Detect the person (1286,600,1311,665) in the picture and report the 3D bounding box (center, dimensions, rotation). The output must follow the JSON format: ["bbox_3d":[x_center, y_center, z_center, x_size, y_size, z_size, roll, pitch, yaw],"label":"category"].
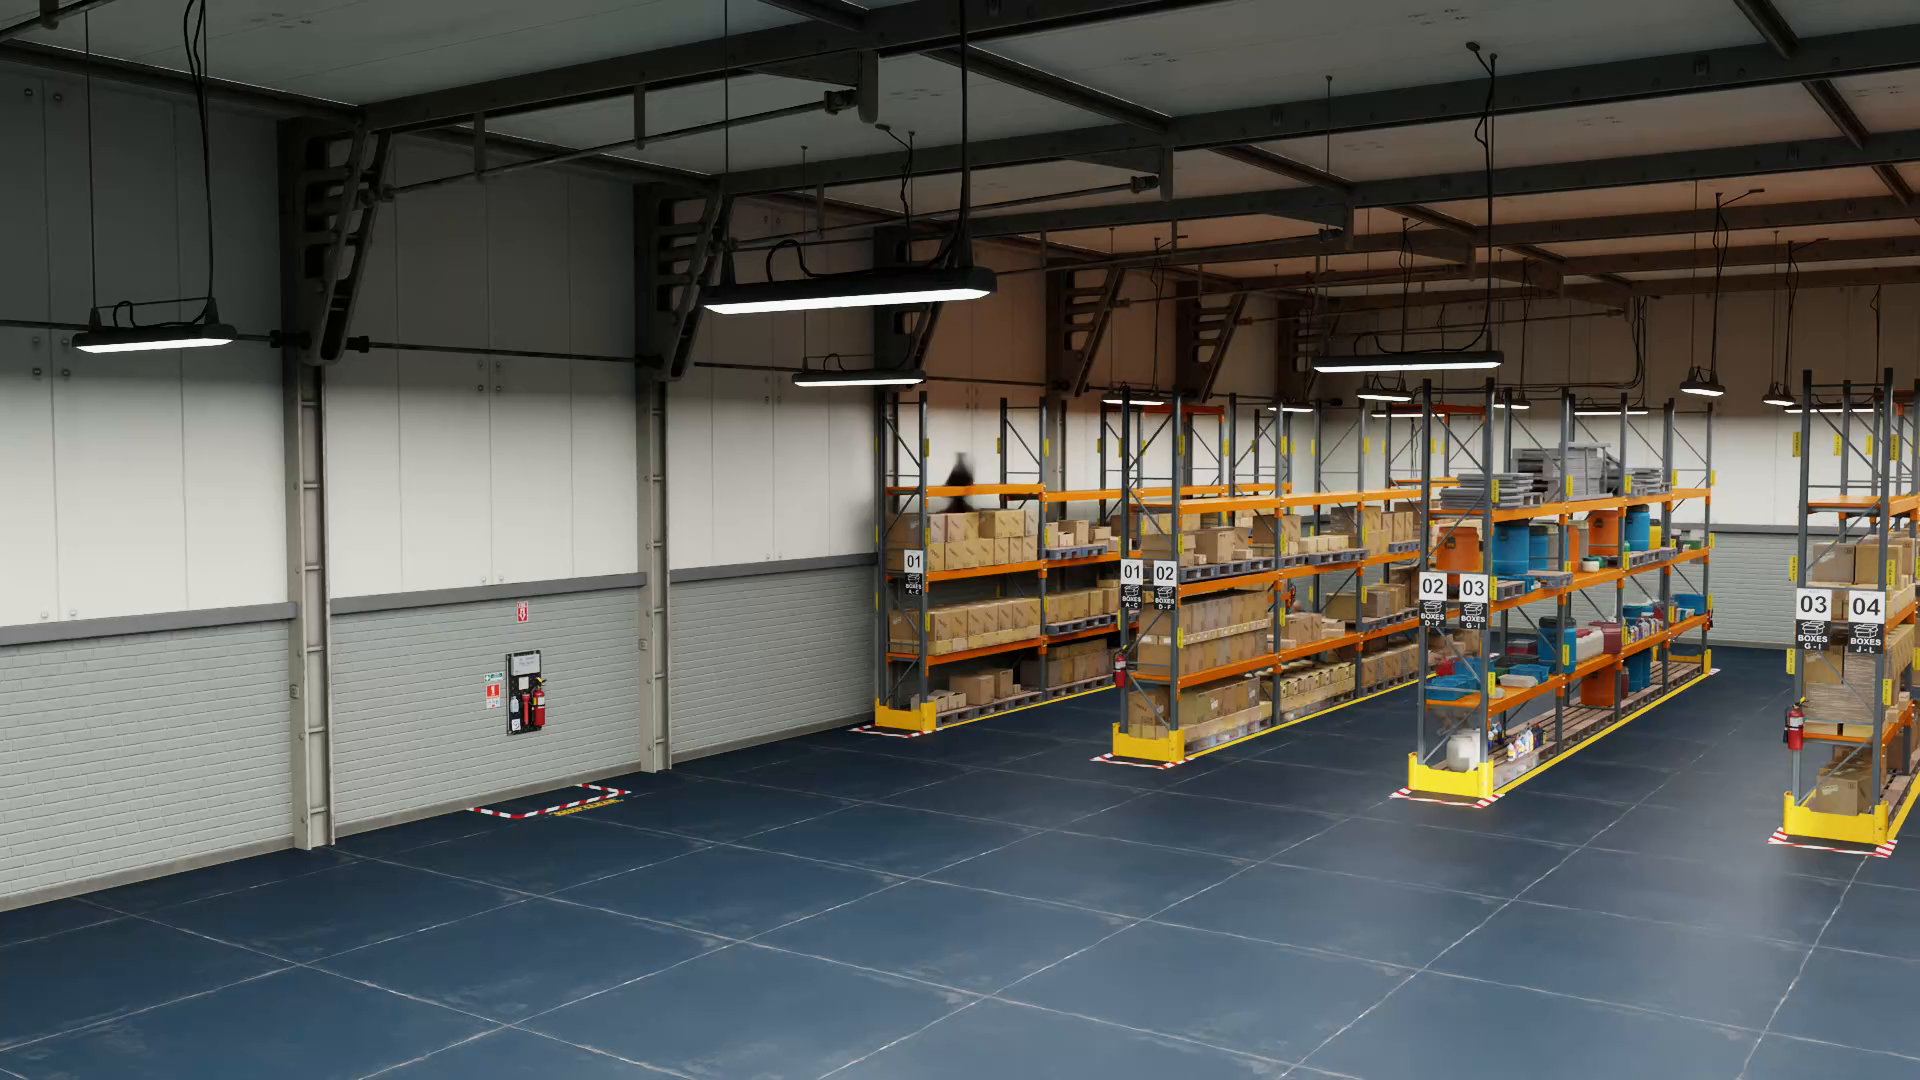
[{"bbox_3d":[7.383,2.148,35.887,1.036,1.715,0.672,-3,4,-39],"label":"person"}]

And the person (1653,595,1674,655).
[{"bbox_3d":[17.161,2.029,40.263,0.632,1.495,0.865,-2,4,-26],"label":"person"}]

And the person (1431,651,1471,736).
[{"bbox_3d":[8.470,2.640,28.664,1.134,1.516,0.667,-2,4,-30],"label":"person"}]
